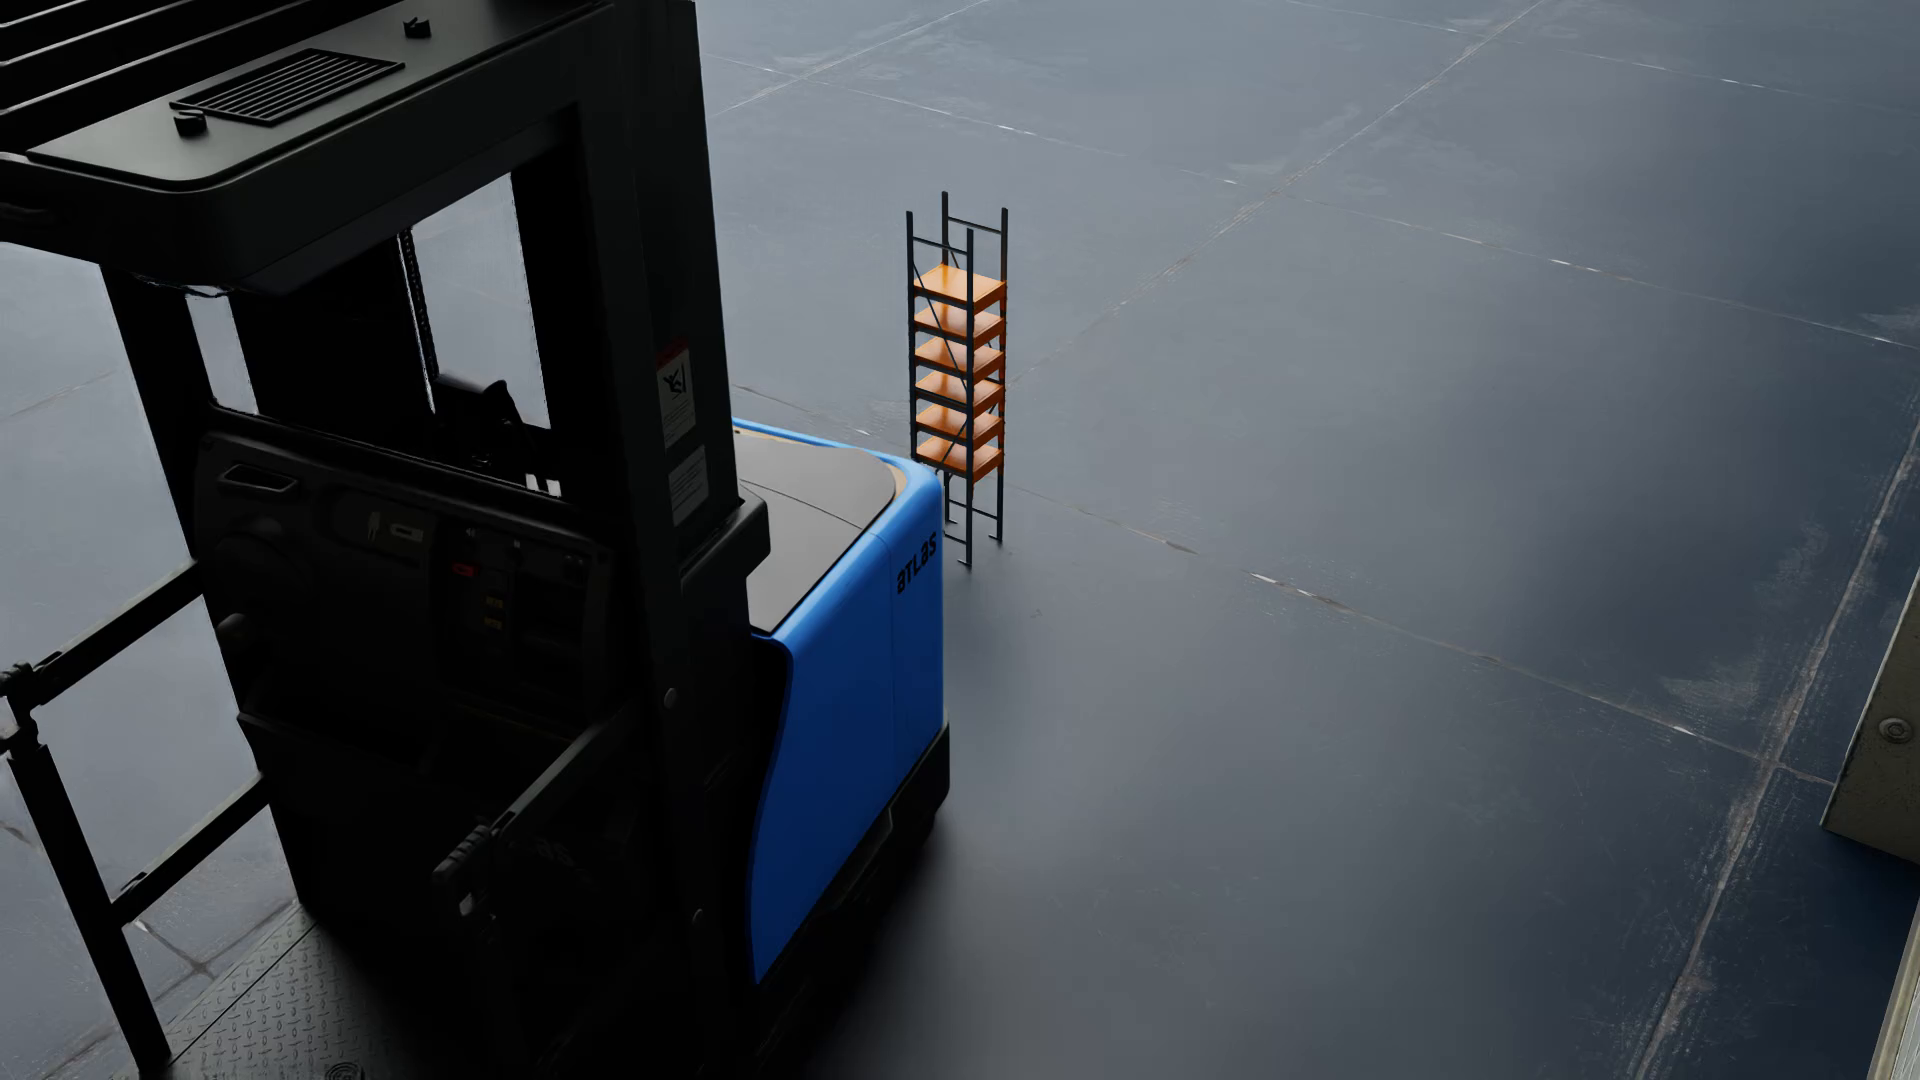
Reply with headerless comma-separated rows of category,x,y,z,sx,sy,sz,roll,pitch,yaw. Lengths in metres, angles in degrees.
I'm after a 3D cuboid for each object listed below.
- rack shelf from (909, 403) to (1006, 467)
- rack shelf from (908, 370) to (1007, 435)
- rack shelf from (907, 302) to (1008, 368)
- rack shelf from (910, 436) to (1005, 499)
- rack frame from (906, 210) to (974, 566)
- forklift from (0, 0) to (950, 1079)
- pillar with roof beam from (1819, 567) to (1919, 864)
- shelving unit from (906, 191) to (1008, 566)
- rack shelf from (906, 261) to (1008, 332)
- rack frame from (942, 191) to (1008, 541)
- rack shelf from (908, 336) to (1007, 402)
rack shelf,-0.008,-0.354,5.396,0.258,0.103,0.180,21,39,28
rack shelf,-0.008,-0.454,5.329,0.258,0.103,0.180,21,39,28
rack shelf,-0.008,-0.652,5.195,0.258,0.103,0.180,21,39,28
rack shelf,-0.008,-0.255,5.464,0.258,0.103,0.180,21,39,28
rack frame,-0.060,-0.448,5.242,0.240,1.200,0.006,21,39,28
forklift,-1.099,0.135,2.834,1.130,2.935,3.031,14,37,20
pillar with roof beam,-0.971,-4.370,4.079,9.100,9.000,0.400,21,39,28
shelving unit,-0.008,-0.490,5.304,0.258,1.200,0.189,21,39,28
rack shelf,-0.008,-0.752,5.127,0.258,0.103,0.180,21,39,28
rack frame,0.044,-0.532,5.366,0.240,1.200,0.006,21,39,28
rack shelf,-0.008,-0.553,5.262,0.258,0.103,0.180,21,39,28
